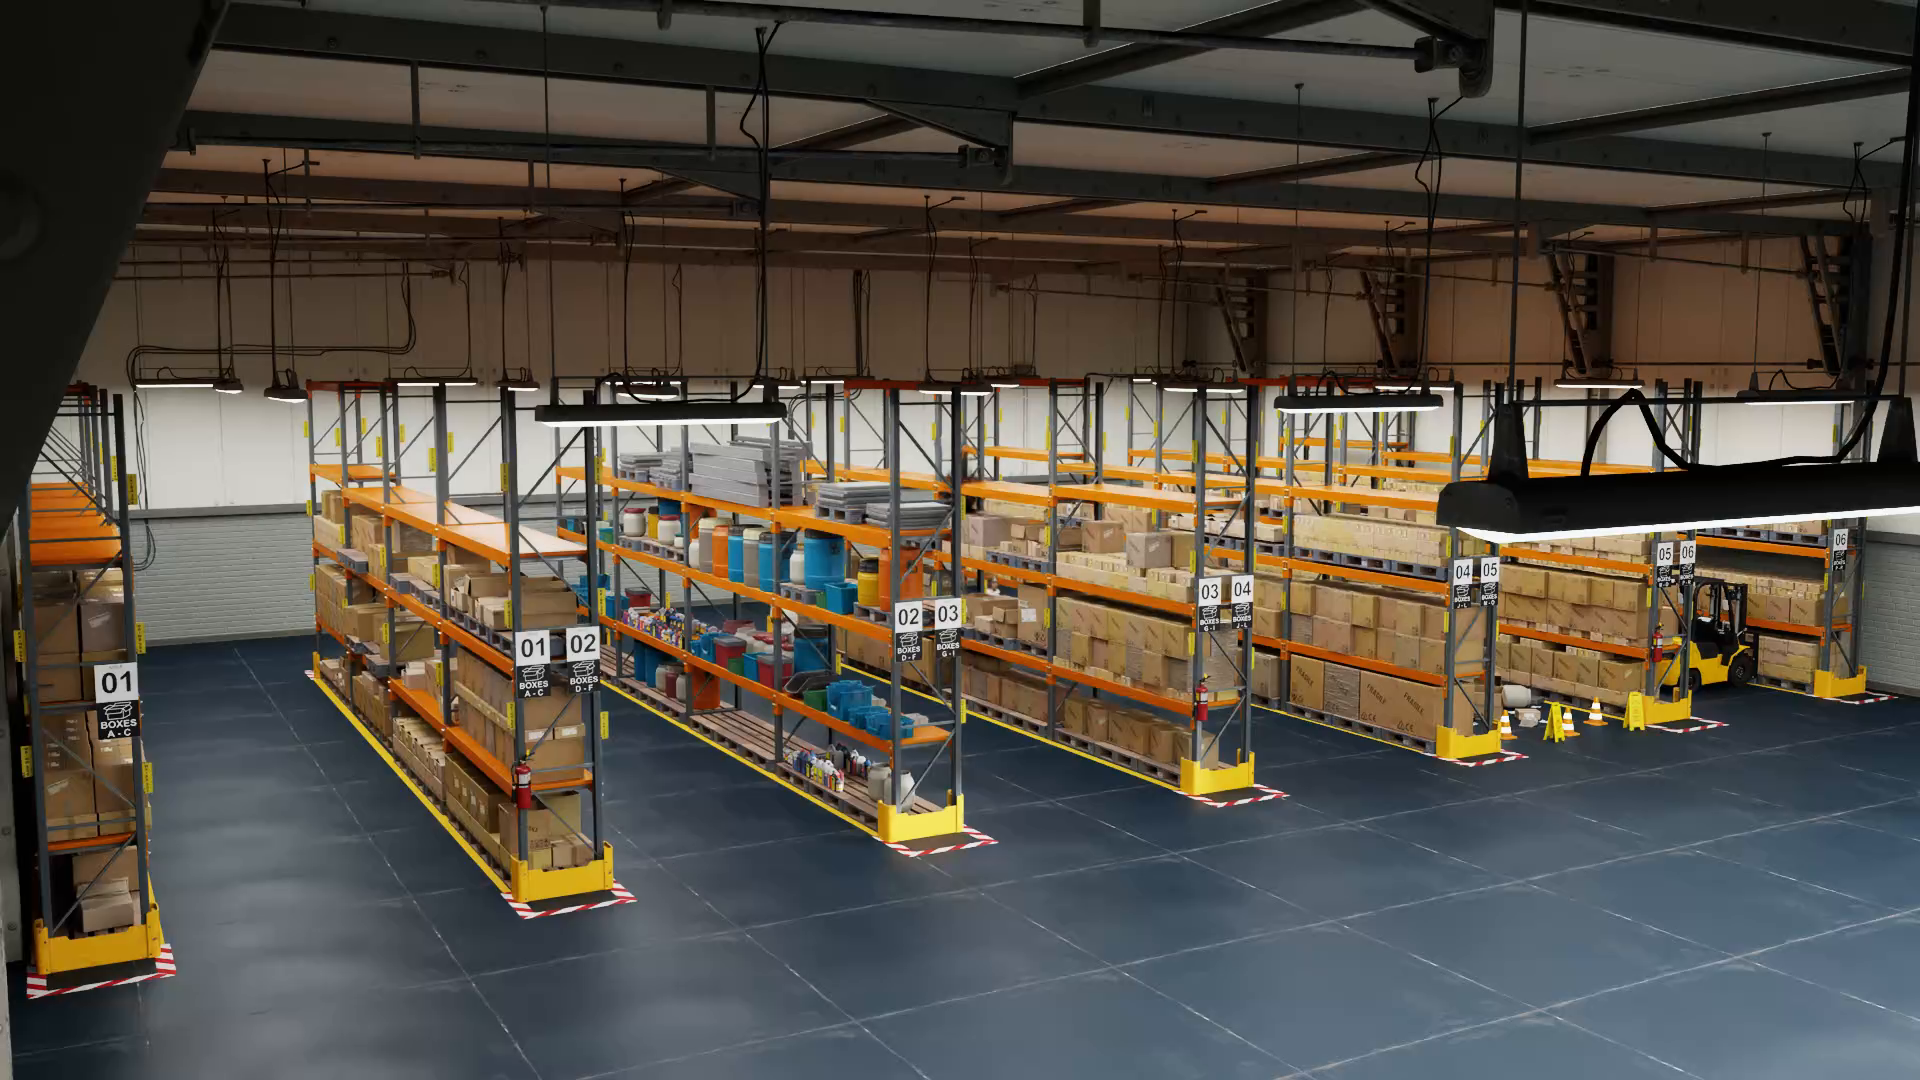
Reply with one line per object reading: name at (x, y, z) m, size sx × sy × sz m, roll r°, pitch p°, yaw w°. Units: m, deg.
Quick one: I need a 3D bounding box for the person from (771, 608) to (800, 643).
person at (-3.305, 1.807, 31.830) m, size 0.676 × 1.870 × 0.758 m, roll -4°, pitch 7°, yaw -32°

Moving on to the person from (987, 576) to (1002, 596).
person at (0.693, 1.579, 34.244) m, size 0.616 × 1.697 × 0.840 m, roll -5°, pitch 8°, yaw -37°
